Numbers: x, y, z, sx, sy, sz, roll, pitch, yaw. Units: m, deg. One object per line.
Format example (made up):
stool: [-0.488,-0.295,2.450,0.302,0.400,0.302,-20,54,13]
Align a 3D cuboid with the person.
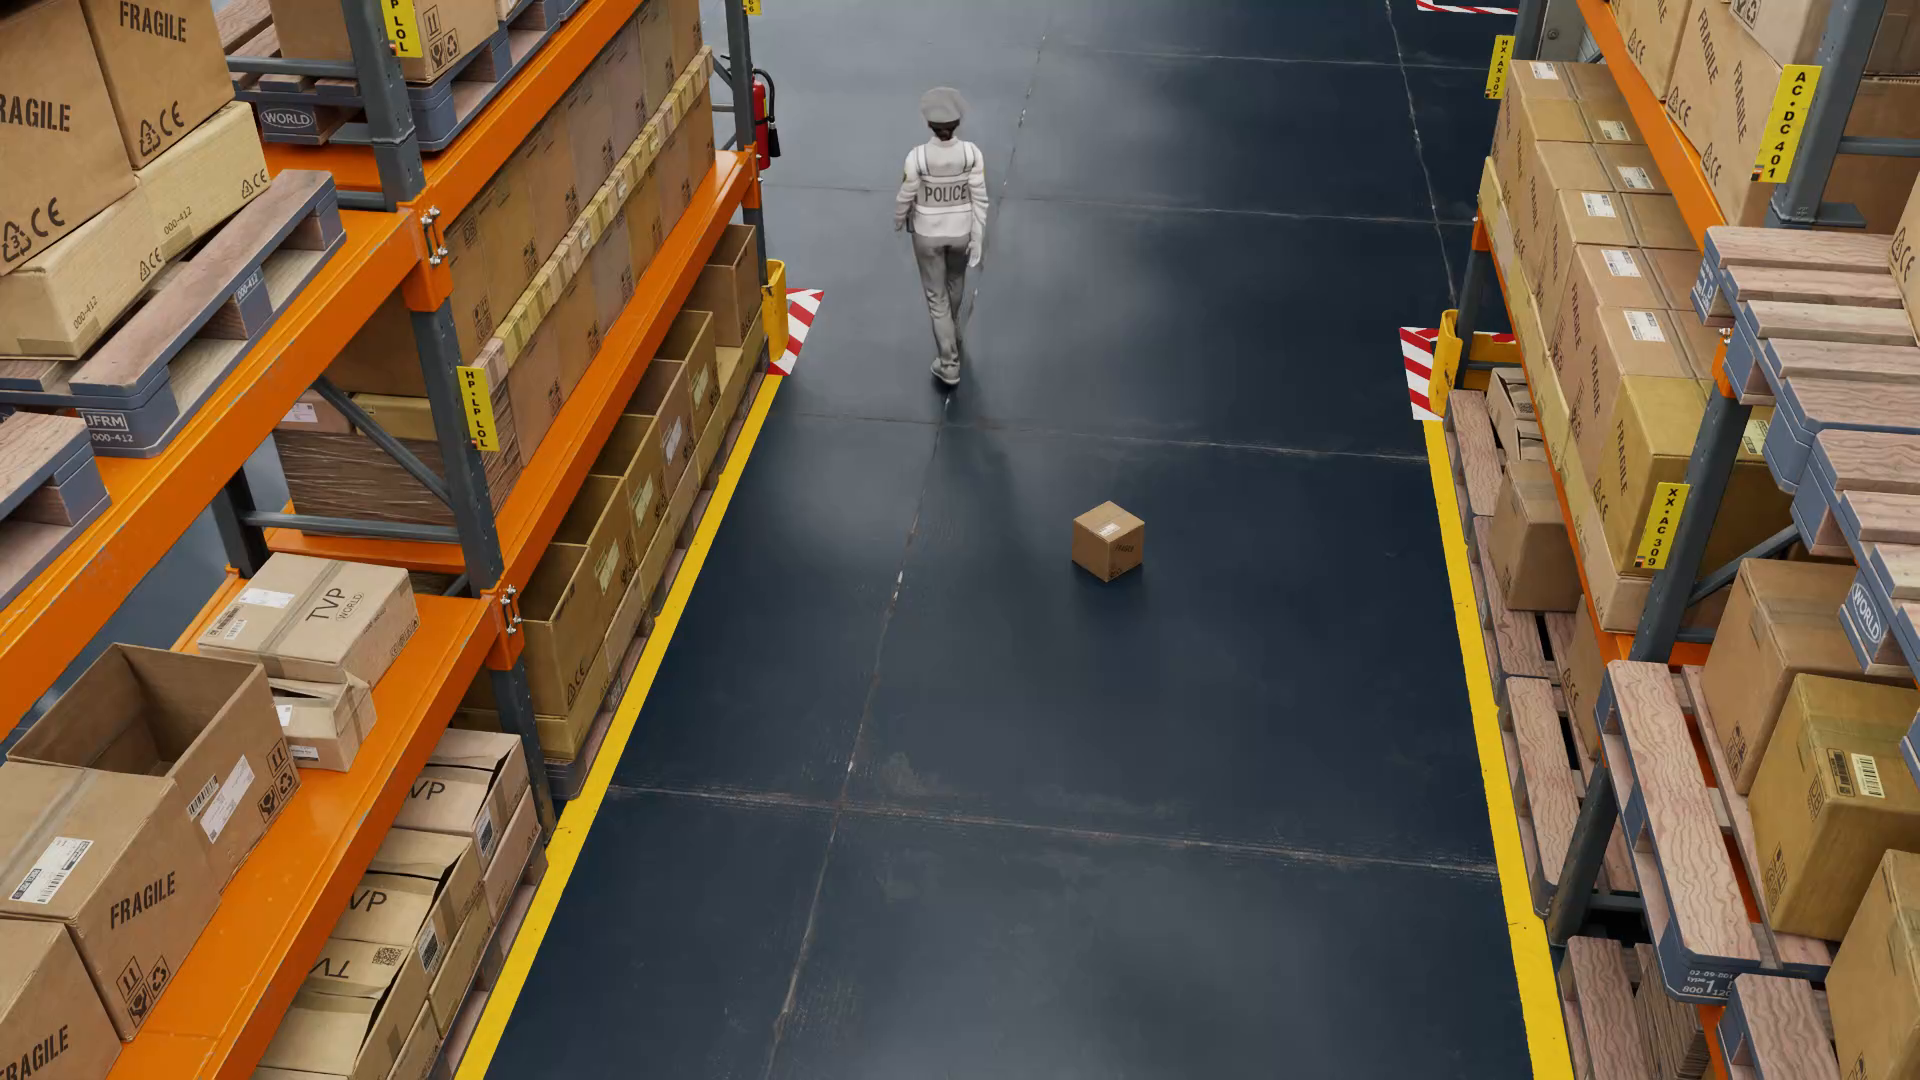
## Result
person: [-0.135,-1.798,9.439,0.495,1.646,0.907,-10,37,-13]
